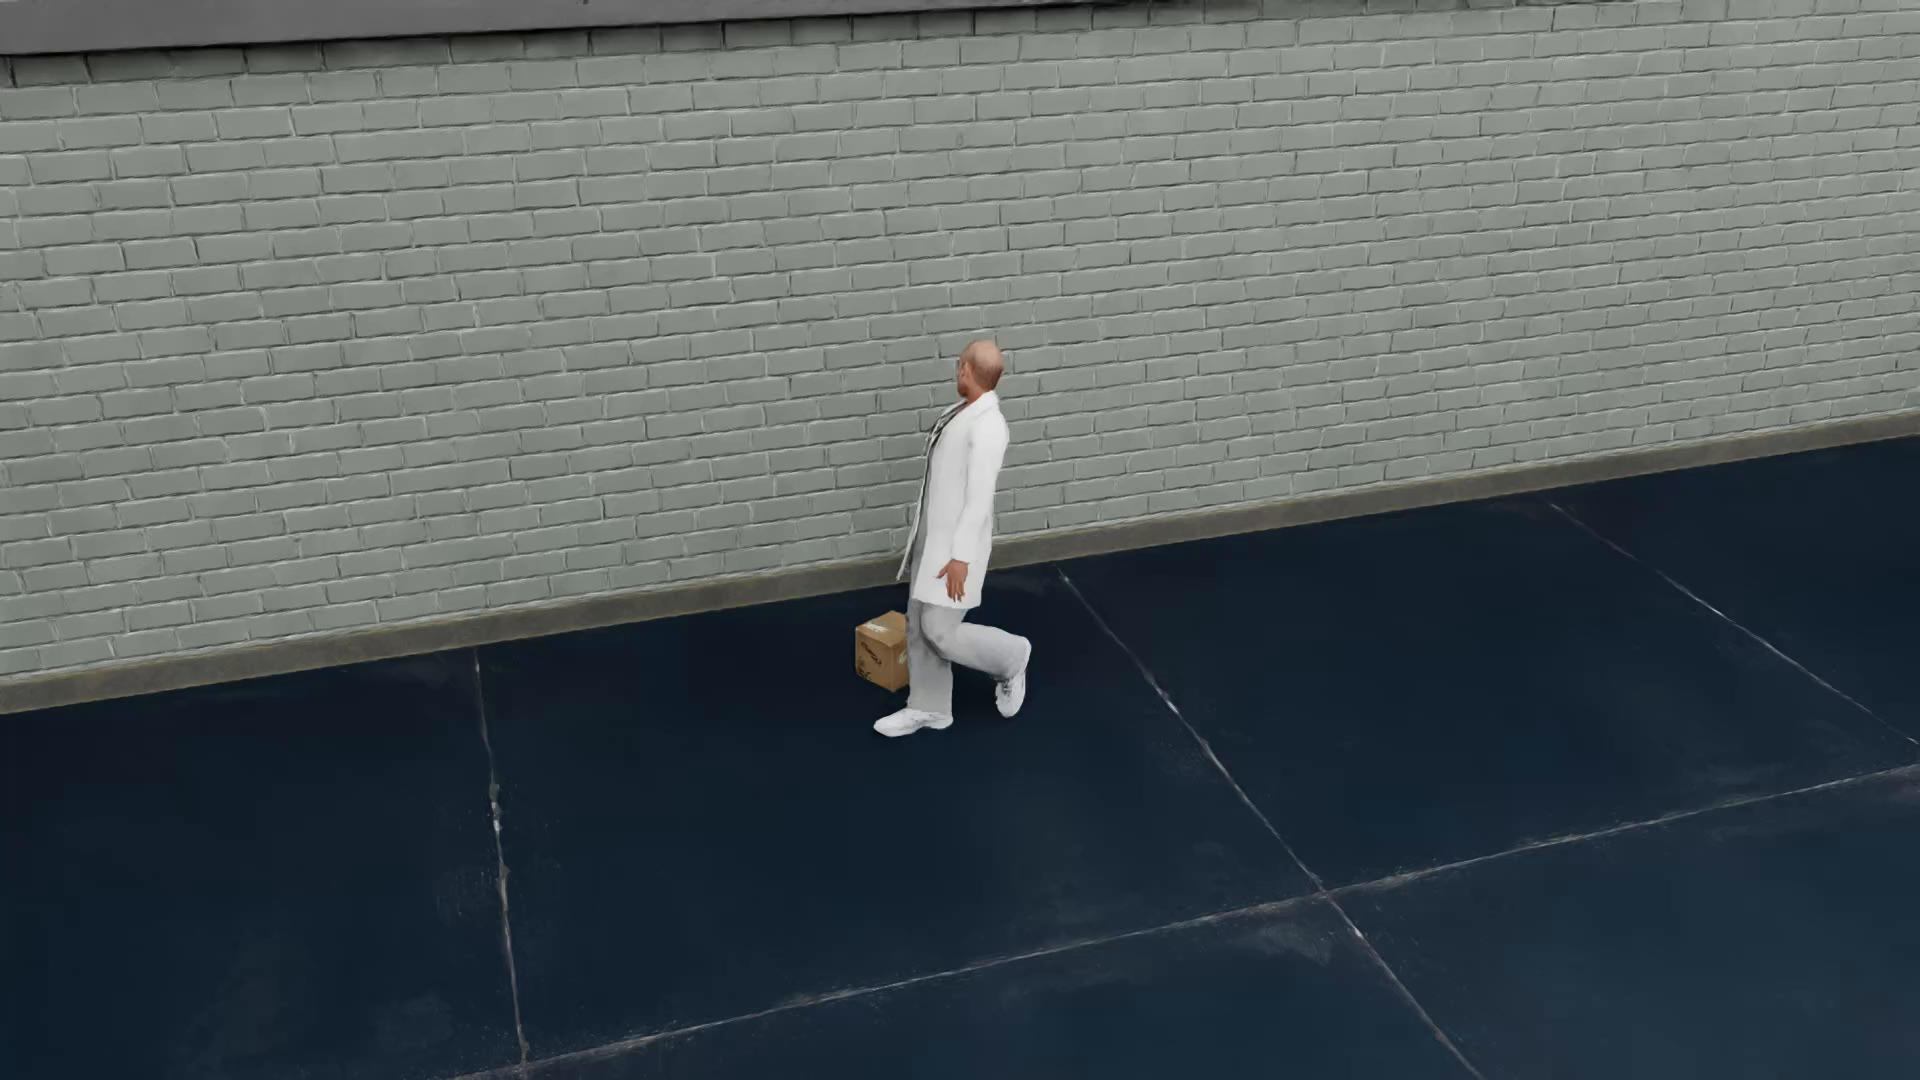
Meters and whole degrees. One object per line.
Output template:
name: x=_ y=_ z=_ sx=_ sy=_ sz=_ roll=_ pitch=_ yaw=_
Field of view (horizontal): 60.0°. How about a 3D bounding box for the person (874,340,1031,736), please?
person: x=-0.045 y=0.021 z=7.140 sx=0.749 sy=1.733 sz=0.683 roll=-9 pitch=27 yaw=-18
